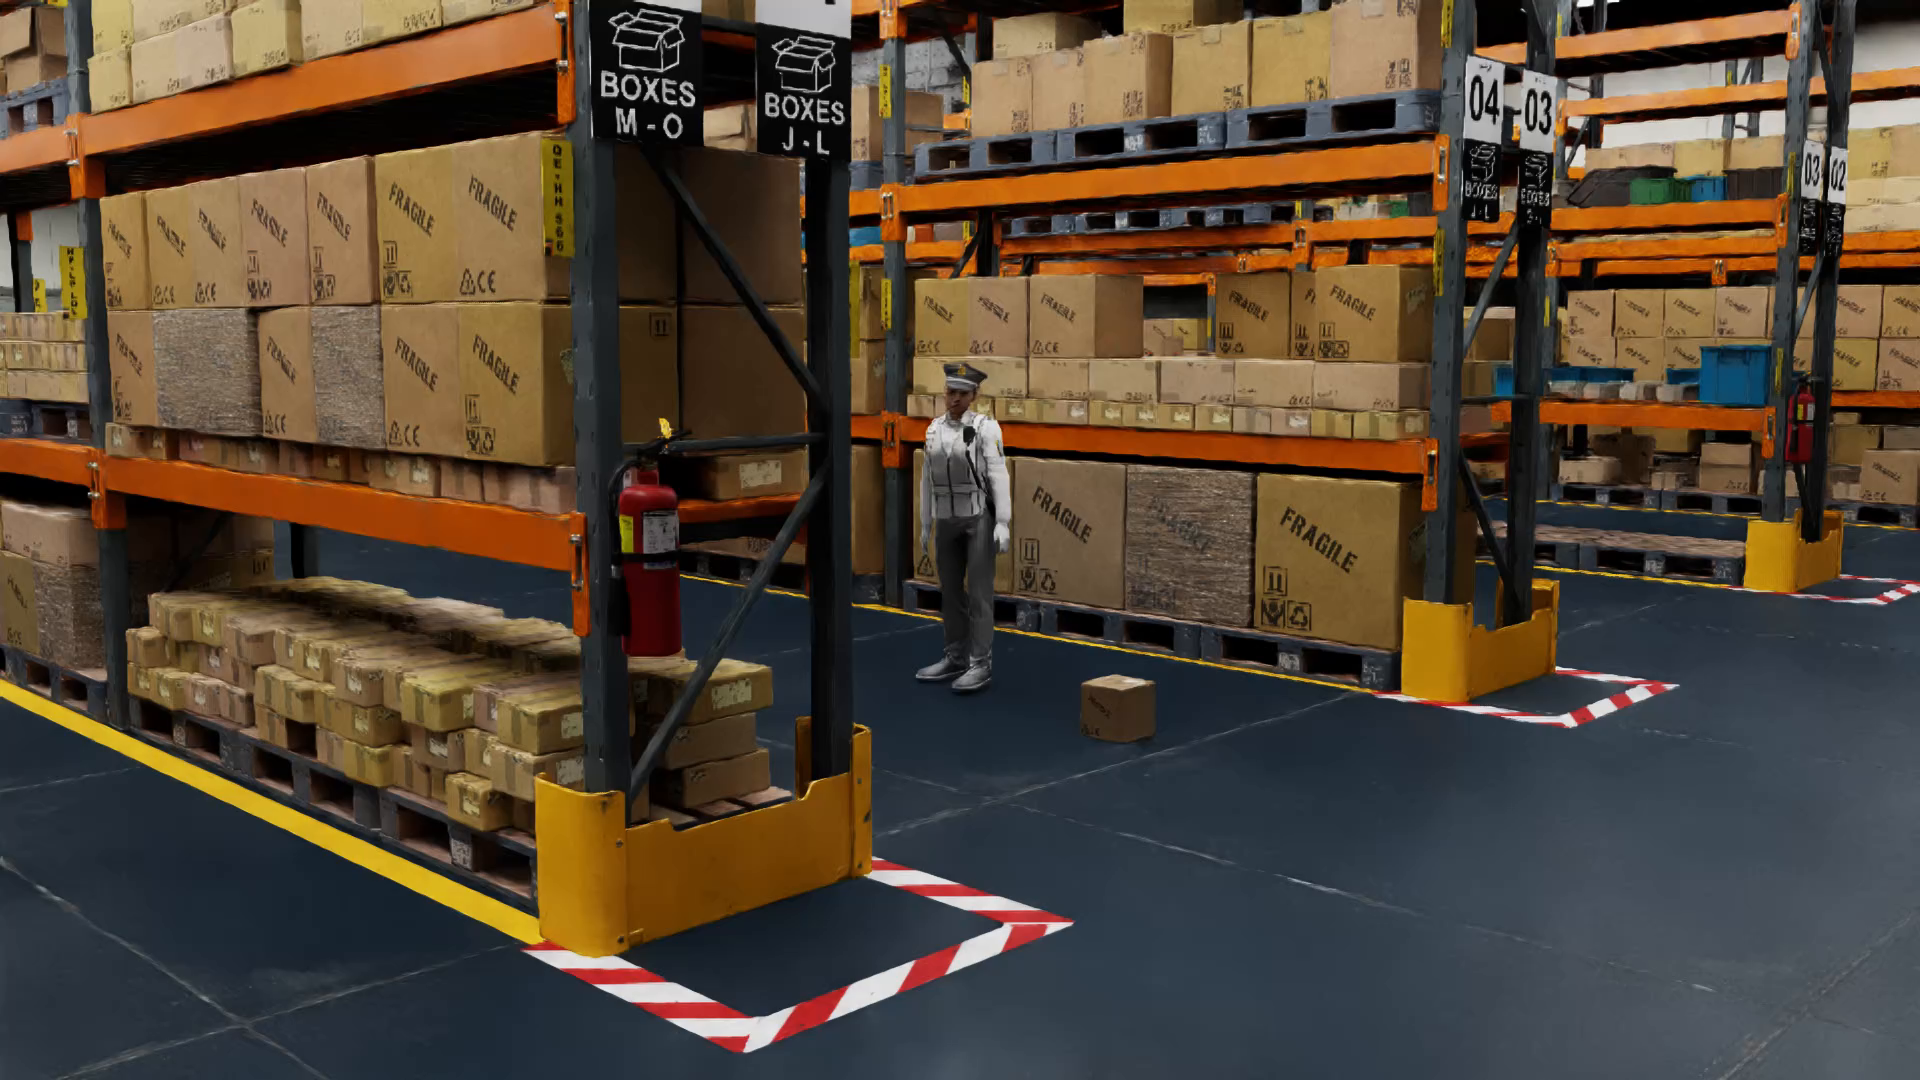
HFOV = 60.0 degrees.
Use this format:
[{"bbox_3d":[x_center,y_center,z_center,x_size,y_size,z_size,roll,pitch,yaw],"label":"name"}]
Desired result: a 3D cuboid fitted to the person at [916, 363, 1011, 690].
[{"bbox_3d":[0.017,-0.075,8.641,0.596,1.683,0.413,4,8,31],"label":"person"}]
